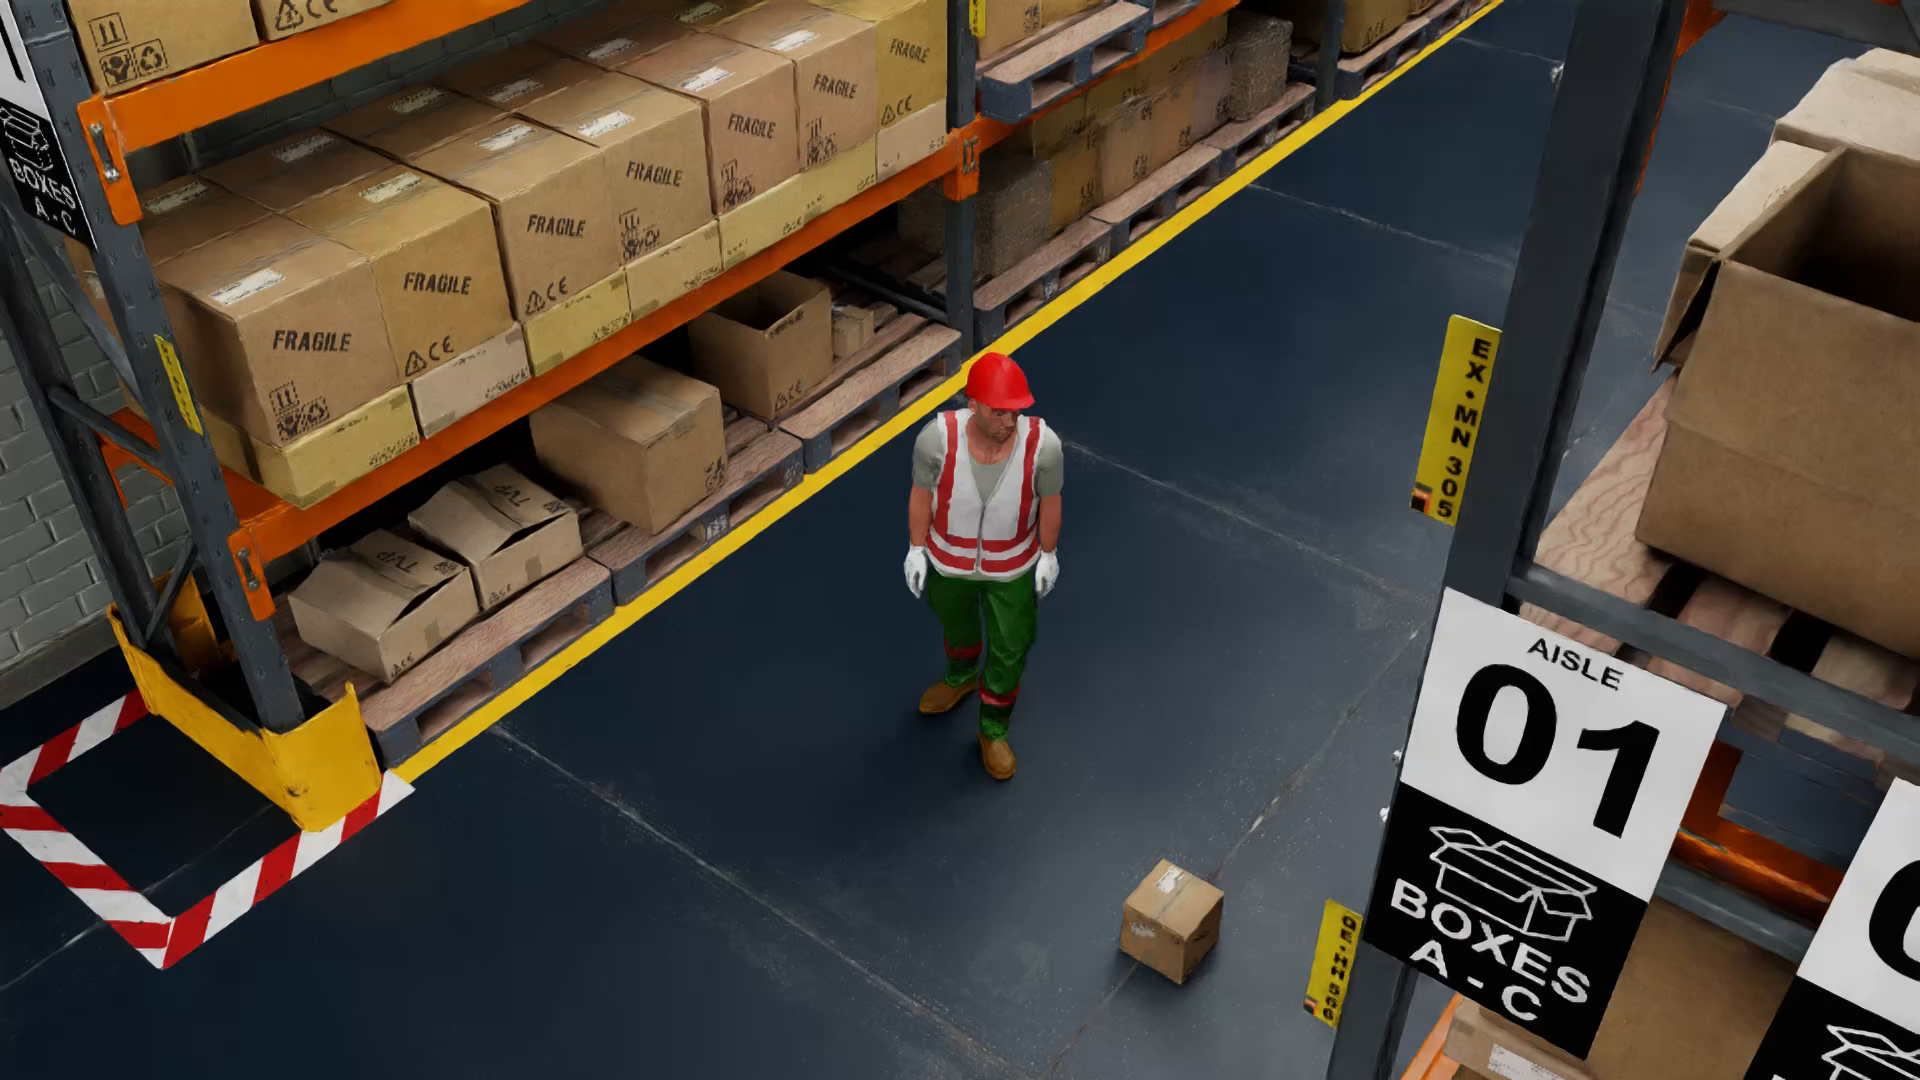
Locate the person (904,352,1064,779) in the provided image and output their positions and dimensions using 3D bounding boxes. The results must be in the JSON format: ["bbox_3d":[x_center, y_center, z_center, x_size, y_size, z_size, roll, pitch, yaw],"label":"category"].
[{"bbox_3d":[0.081,0.057,6.065,0.568,1.781,0.565,4,39,5],"label":"person"}]
